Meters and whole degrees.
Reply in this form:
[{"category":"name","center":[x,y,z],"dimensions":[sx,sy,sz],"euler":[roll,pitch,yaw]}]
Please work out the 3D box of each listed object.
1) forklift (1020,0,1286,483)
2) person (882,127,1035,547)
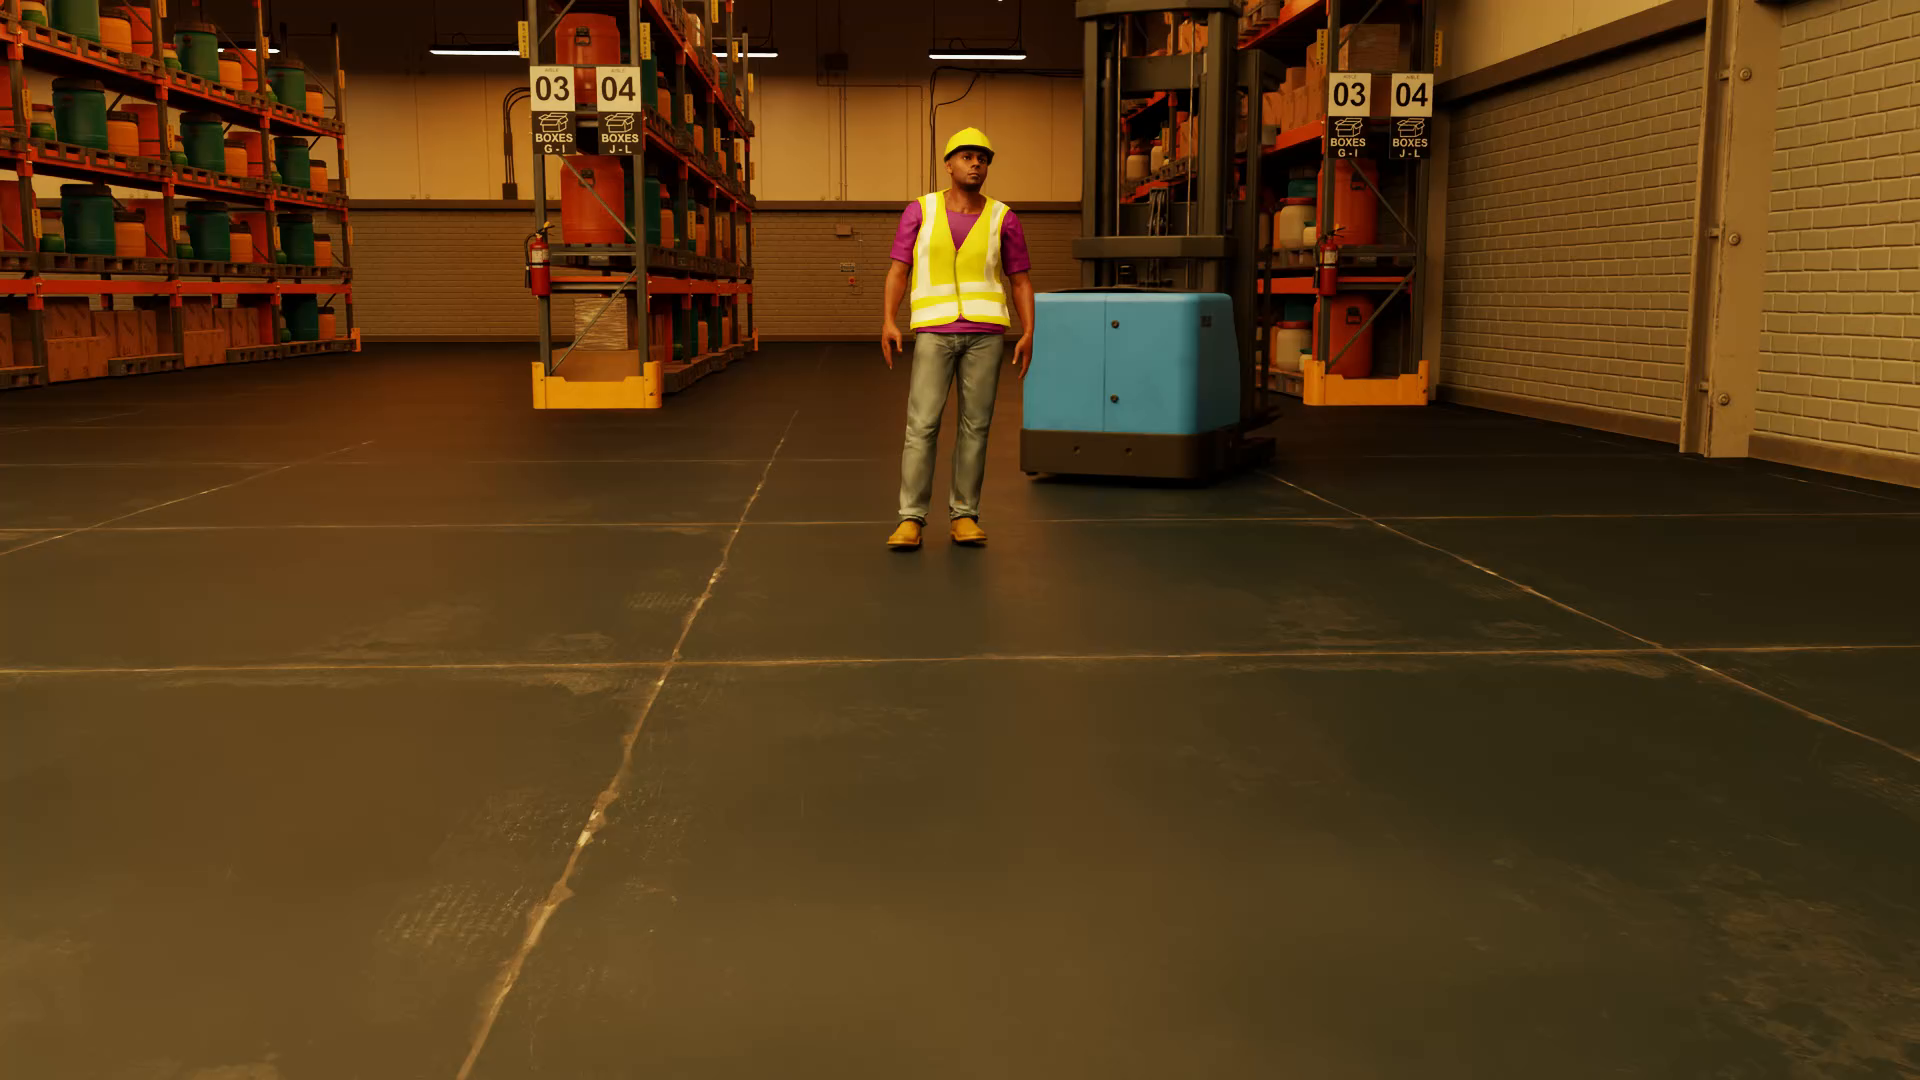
[{"category":"forklift","center":[1.385,-1.943,10.415],"dimensions":[1.130,2.935,3.031],"euler":[4,9,23]},{"category":"person","center":[-0.002,-0.871,7.110],"dimensions":[0.665,1.765,0.577],"euler":[-1,8,-4]}]
